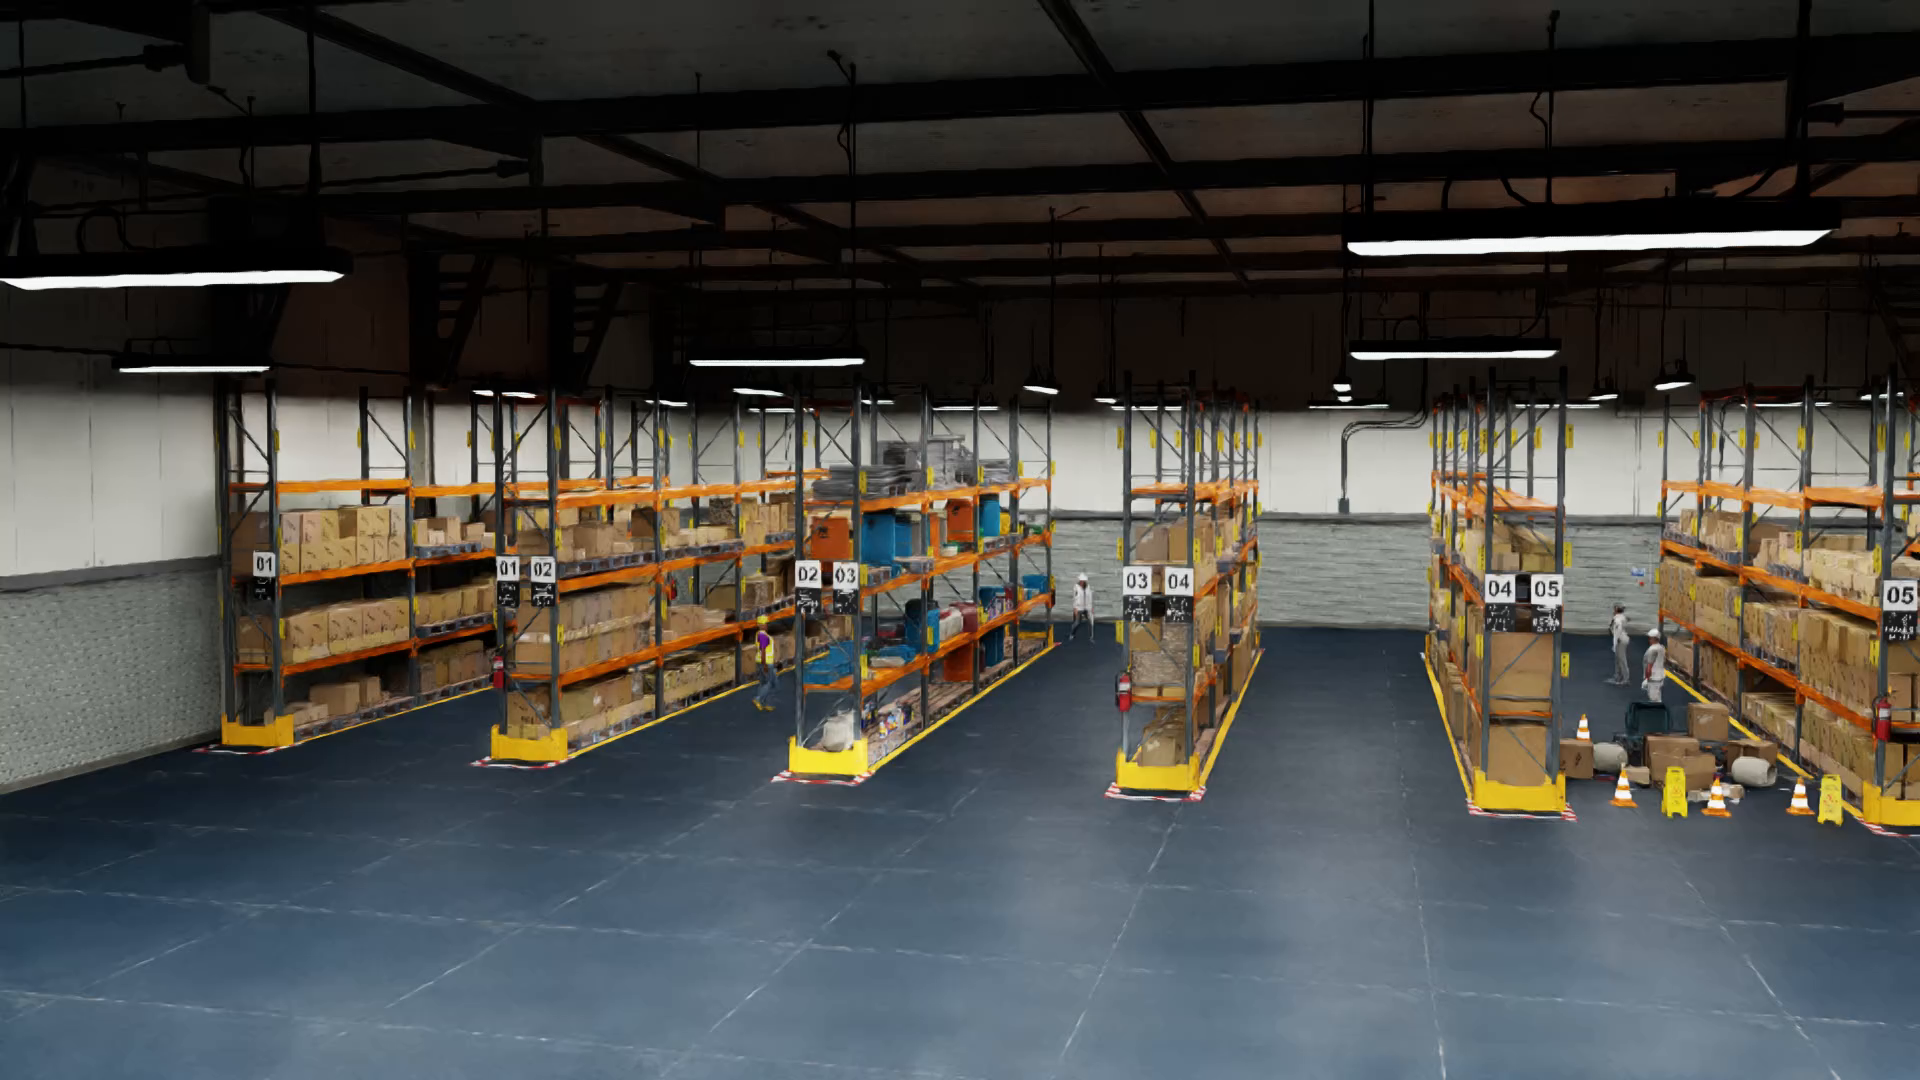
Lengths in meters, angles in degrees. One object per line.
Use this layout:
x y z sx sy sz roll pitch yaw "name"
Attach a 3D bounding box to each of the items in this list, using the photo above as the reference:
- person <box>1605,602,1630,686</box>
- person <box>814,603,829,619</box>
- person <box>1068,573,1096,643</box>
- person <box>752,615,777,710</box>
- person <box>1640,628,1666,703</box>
13.458 2.115 33.998 0.528 1.669 0.565 2 4 32 "person"
-3.755 1.492 45.167 0.598 1.619 0.507 1 4 12 "person"
3.014 1.672 41.155 0.591 1.735 0.774 -1 4 -12 "person"
-3.626 2.274 30.749 0.457 1.763 0.609 -1 4 -14 "person"
11.803 2.393 28.374 0.543 1.785 0.646 3 5 41 "person"
